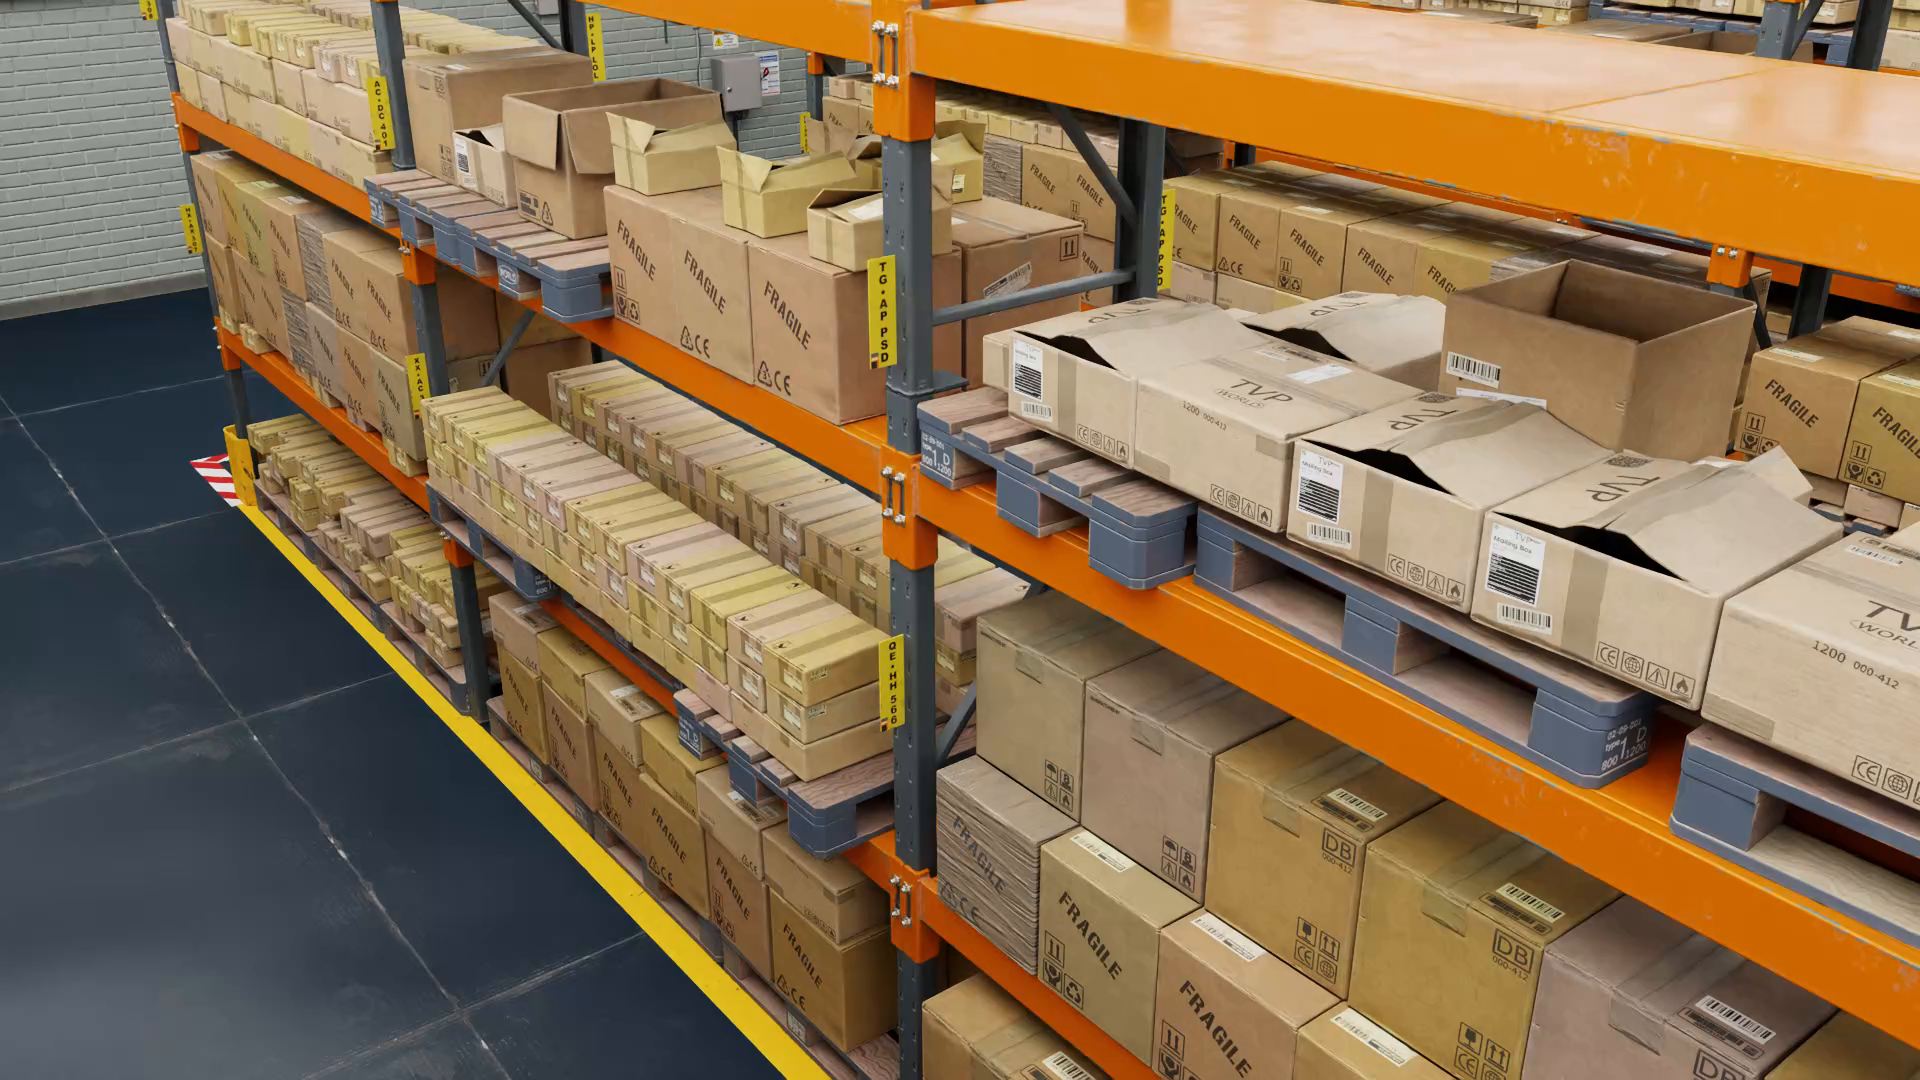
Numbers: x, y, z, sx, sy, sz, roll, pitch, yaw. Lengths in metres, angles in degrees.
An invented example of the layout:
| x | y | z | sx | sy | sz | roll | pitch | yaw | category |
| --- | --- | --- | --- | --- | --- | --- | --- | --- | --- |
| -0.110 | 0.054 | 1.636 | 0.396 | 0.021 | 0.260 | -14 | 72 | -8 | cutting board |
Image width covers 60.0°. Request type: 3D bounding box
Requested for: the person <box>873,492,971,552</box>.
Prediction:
| x | y | z | sx | sy | sz | roll | pitch | yaw | category |
| --- | --- | --- | --- | --- | --- | --- | --- | --- | --- |
| -0.168 | -0.235 | 9.555 | 0.669 | 1.768 | 0.465 | -2 | 25 | -5 | person |
